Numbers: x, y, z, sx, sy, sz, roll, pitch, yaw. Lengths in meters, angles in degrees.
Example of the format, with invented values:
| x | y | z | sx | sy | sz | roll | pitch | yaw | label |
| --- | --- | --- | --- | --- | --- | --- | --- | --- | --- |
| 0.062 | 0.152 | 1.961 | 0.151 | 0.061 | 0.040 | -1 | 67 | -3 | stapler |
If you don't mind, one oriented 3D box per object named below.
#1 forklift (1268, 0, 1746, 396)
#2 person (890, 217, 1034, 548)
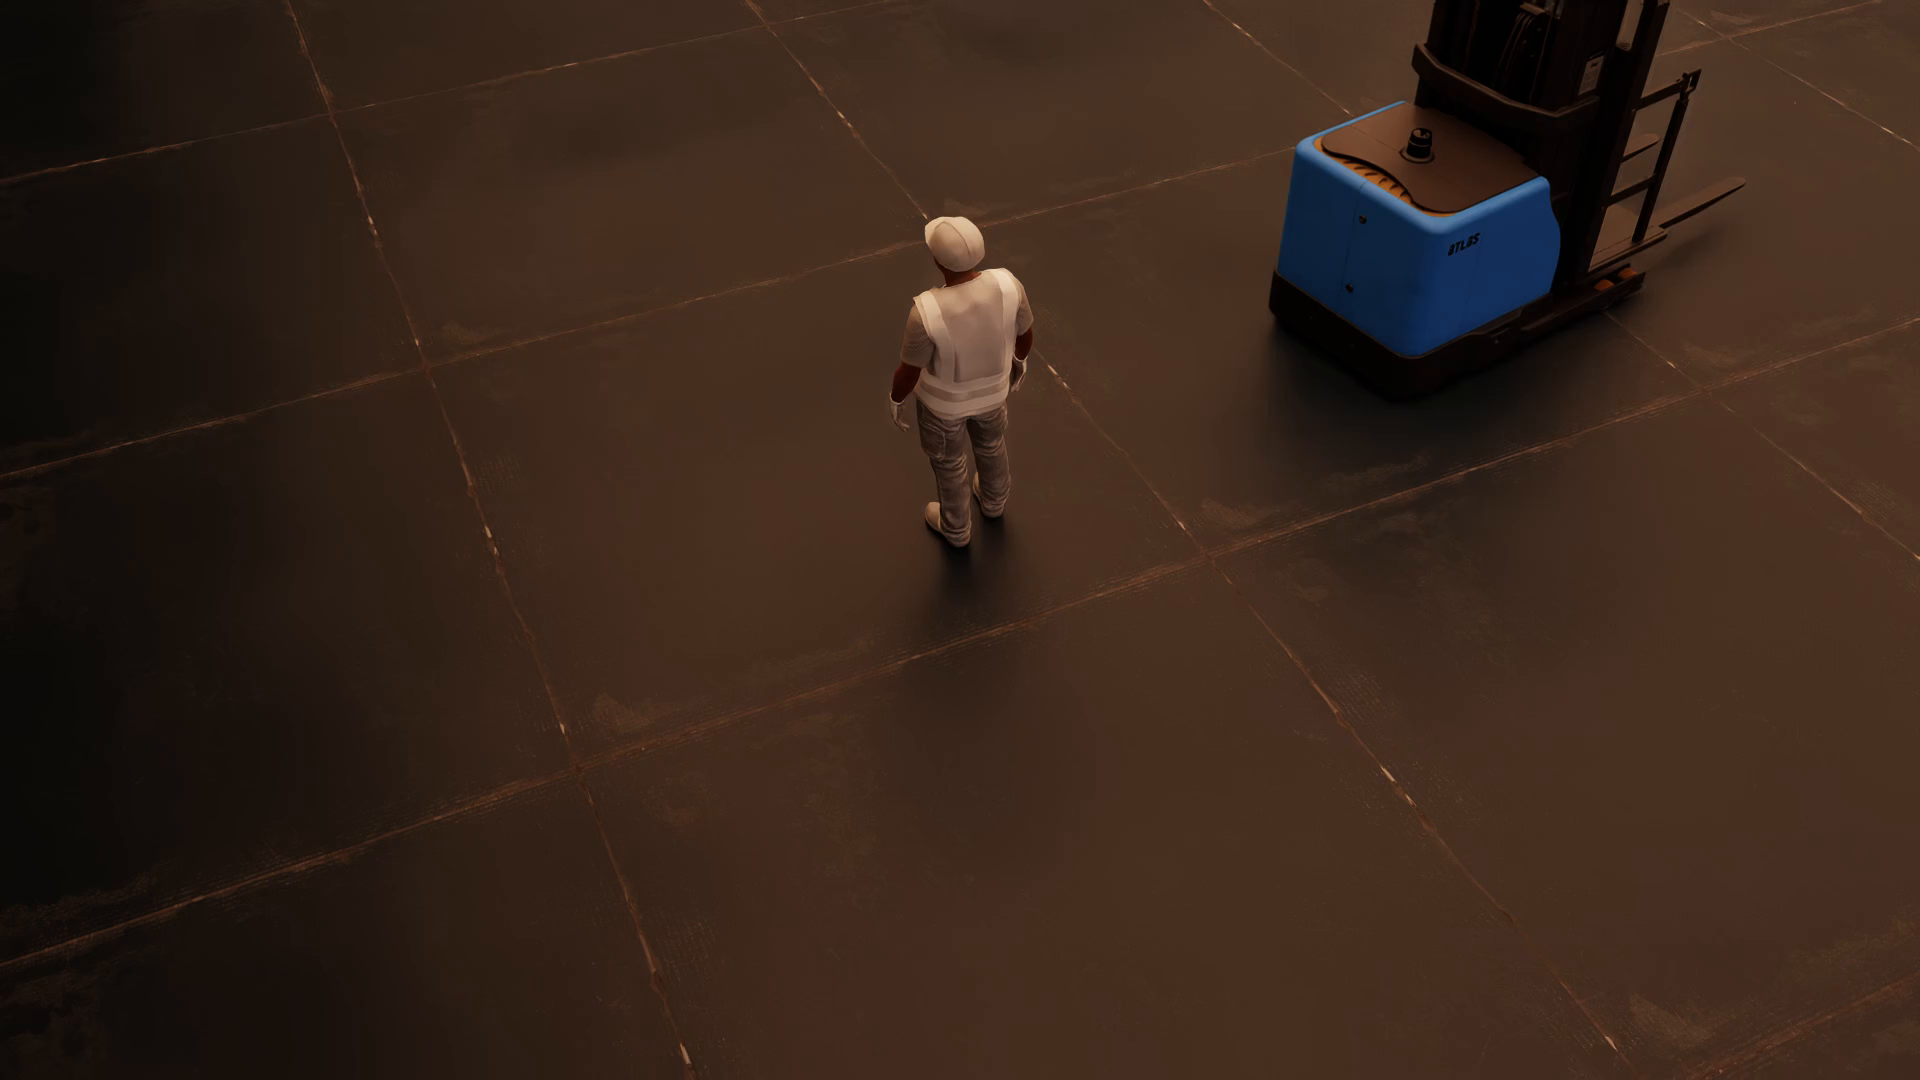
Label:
| x | y | z | sx | sy | sz | roll | pitch | yaw | label |
| --- | --- | --- | --- | --- | --- | --- | --- | --- | --- |
| 3.187 | -2.612 | 8.479 | 3.031 | 2.935 | 1.130 | -26 | 49 | -25 | forklift |
| -0.022 | -0.704 | 7.265 | 0.656 | 1.782 | 0.577 | -18 | 46 | -18 | person |
